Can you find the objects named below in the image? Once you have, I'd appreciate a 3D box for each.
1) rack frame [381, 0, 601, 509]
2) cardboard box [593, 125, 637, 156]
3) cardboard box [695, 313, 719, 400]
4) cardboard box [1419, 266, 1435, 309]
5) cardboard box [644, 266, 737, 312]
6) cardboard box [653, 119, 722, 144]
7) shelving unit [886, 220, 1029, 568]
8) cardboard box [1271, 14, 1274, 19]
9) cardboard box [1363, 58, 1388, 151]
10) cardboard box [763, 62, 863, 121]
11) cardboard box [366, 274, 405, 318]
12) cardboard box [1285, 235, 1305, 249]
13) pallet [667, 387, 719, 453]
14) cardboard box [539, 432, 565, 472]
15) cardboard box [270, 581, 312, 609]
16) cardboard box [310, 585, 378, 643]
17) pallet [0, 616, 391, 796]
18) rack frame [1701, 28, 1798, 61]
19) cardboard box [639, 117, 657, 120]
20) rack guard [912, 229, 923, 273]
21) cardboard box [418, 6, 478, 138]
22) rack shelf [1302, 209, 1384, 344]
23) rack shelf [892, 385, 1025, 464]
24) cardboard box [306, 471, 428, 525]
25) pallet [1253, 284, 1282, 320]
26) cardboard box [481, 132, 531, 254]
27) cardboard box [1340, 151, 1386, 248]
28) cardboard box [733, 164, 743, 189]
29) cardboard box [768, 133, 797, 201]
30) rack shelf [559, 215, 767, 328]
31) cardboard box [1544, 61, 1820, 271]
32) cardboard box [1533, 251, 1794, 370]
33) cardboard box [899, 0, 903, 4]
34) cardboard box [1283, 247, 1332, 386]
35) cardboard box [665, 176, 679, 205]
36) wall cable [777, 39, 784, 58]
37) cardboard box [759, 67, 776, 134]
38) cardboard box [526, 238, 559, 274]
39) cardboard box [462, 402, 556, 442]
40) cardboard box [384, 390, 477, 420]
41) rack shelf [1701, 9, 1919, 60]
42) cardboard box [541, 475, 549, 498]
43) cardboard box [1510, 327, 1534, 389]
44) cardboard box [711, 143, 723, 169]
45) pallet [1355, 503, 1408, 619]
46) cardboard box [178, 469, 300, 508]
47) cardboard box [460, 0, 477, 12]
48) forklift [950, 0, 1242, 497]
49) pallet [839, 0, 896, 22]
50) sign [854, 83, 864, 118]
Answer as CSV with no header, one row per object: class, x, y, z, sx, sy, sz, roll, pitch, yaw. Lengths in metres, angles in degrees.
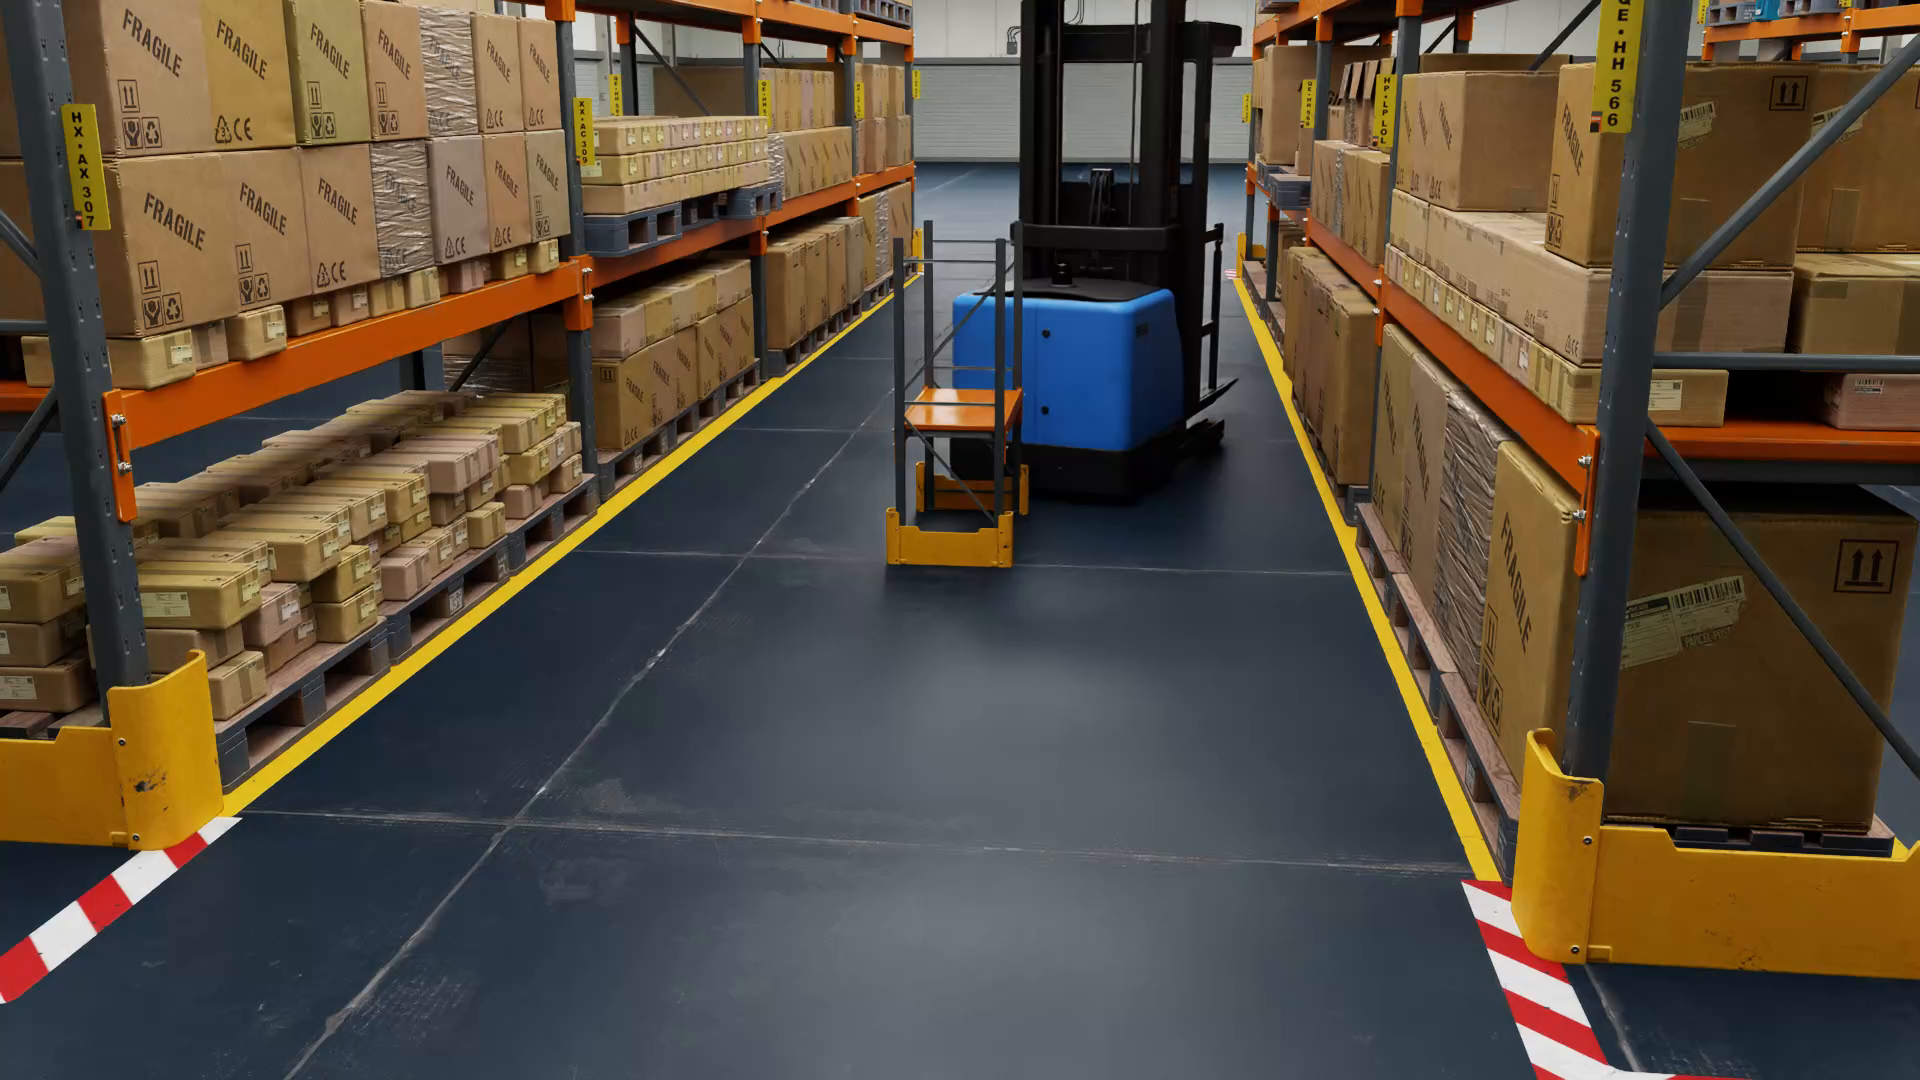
rack frame,-2.409,-1.623,8.418,1.000,3.000,0.127,2,15,6
cardboard box,-1.908,-2.080,8.646,0.380,0.149,0.250,2,15,9
cardboard box,-1.878,-1.206,10.860,0.500,0.500,0.500,1,15,4
cardboard box,2.029,-0.992,6.564,0.380,0.149,0.250,1,15,5
cardboard box,-1.821,-1.702,11.258,0.500,0.250,0.500,2,15,7
cardboard box,-1.706,-2.553,10.395,0.380,0.149,0.250,2,15,9
shelving unit,0.009,-0.744,8.039,0.587,1.500,1.083,2,15,6
cardboard box,3.272,-5.162,16.048,0.500,0.250,0.500,2,15,8
cardboard box,2.715,-2.489,9.505,0.797,0.503,0.637,2,15,8
cardboard box,-1.431,-4.386,16.281,0.875,0.550,0.550,2,15,6
cardboard box,-2.373,-0.945,6.391,0.380,0.149,0.250,2,15,8
cardboard box,3.553,-2.773,16.655,0.500,0.500,0.500,7,17,24
pallet,-2.188,-0.796,10.702,1.003,0.211,1.213,2,15,6
cardboard box,-2.147,-0.432,8.099,0.380,0.149,0.250,1,15,4
cardboard box,-2.520,0.180,5.835,0.380,0.149,0.250,2,15,7
cardboard box,-2.376,0.263,6.099,0.380,0.149,0.250,2,15,7
pallet,-2.725,0.531,5.794,1.003,0.211,1.213,2,15,6
rack frame,8.783,-4.417,18.751,1.000,3.000,0.127,2,15,6
cardboard box,-2.262,-2.782,11.240,0.380,0.149,0.250,2,15,6
rack guard,-1.052,-3.535,20.277,1.175,0.500,0.348,2,15,6
cardboard box,-2.318,-1.901,6.770,0.500,0.500,0.500,2,15,8
rack shelf,2.733,-1.622,9.793,1.077,0.370,4.000,2,15,6
rack shelf,0.010,-0.572,8.095,0.538,0.185,1.000,2,15,6
cardboard box,-2.335,-0.167,6.551,0.380,0.149,0.250,2,15,7
pallet,3.451,-2.355,16.466,1.003,0.211,1.213,2,15,6
cardboard box,-2.243,-1.547,7.374,0.500,0.500,0.500,1,15,5
cardboard box,2.404,-1.892,9.222,0.500,0.500,0.500,2,15,6
cardboard box,-1.647,-2.405,10.986,0.380,0.149,0.250,1,15,6
cardboard box,-1.584,-2.949,13.131,0.500,0.500,0.500,2,15,6
rack shelf,-2.183,-1.795,10.430,1.077,0.370,4.000,2,15,6
cardboard box,1.850,-0.981,4.323,0.500,0.500,0.500,2,15,7
cardboard box,1.847,-0.618,4.419,0.500,0.250,0.500,1,15,5
cardboard box,-0.842,-6.019,18.415,0.380,0.149,0.250,2,15,7
cardboard box,2.861,-1.487,11.180,1.225,0.875,0.875,1,15,4
cardboard box,-1.821,-1.995,9.470,0.380,0.149,0.250,2,15,7
wall cable,-6.860,-14.749,51.417,3.097,2.526,0.112,2,15,6
cardboard box,-1.841,-3.439,13.026,0.700,0.500,0.500,1,15,5
cardboard box,-2.129,-1.351,7.892,0.380,0.149,0.250,1,15,5
cardboard box,-2.180,-0.569,8.039,0.380,0.149,0.250,2,15,7
cardboard box,-2.654,-0.654,8.350,0.380,0.149,0.250,2,15,9
rack shelf,8.558,-4.999,16.535,1.077,0.370,4.000,2,15,6
cardboard box,-2.227,-0.273,8.082,0.380,0.149,0.250,2,15,8
cardboard box,1.827,-0.527,4.846,0.380,0.149,0.250,2,15,6
cardboard box,-1.704,-2.409,10.433,0.380,0.149,0.250,2,15,8
pallet,2.344,0.090,7.424,1.003,0.211,1.213,2,15,6
cardboard box,-2.857,-0.180,6.599,0.380,0.149,0.250,1,15,4
cardboard box,-5.846,-6.103,18.958,0.500,0.250,0.500,1,15,5
forklift,0.995,-1.987,9.894,1.130,2.935,3.031,6,16,23
pallet,-1.263,-5.631,17.662,1.003,0.211,1.213,2,15,6
sign,-0.966,-4.205,15.901,0.100,0.325,0.005,2,15,6
